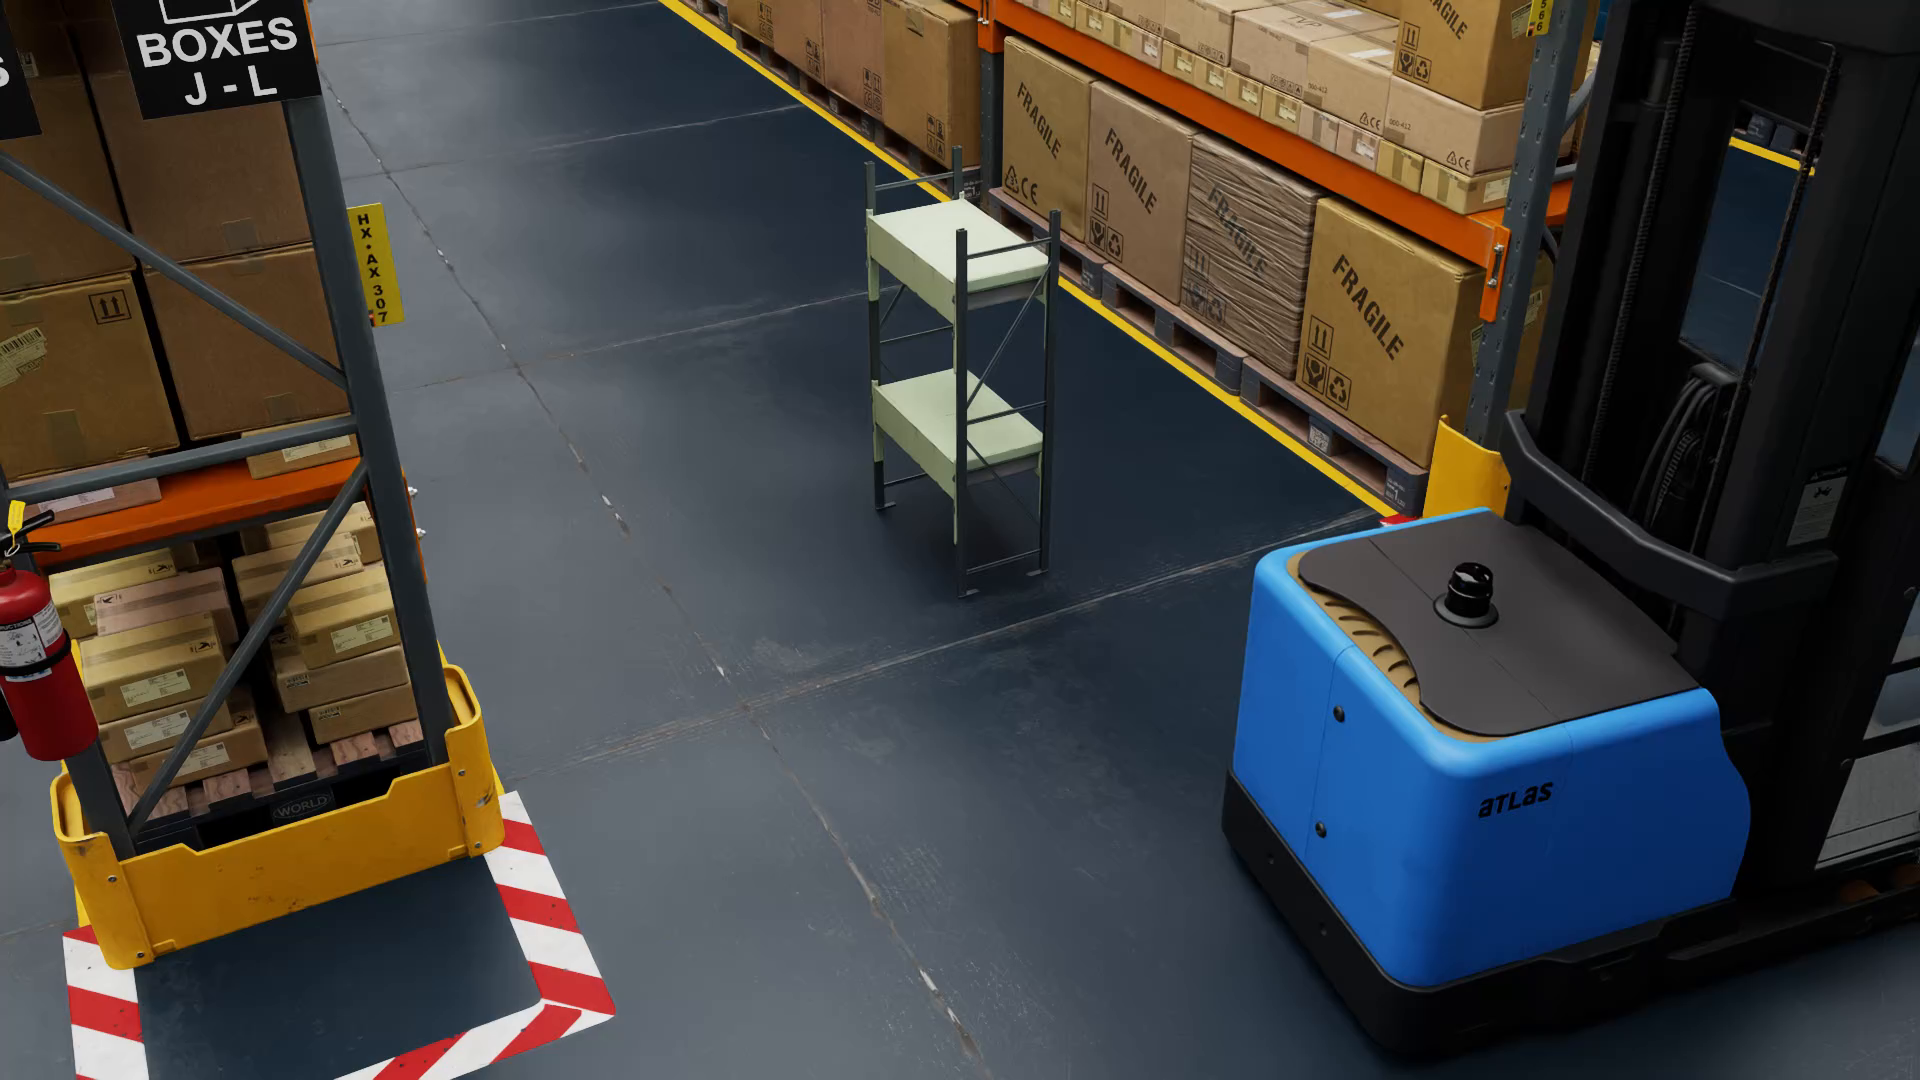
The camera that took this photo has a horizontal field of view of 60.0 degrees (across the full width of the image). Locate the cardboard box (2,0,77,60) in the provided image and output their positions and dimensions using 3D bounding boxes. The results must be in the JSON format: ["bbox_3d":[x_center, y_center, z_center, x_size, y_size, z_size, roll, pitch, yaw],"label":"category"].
[{"bbox_3d":[-2.651,-1.185,4.524,0.500,0.500,0.500,-17,36,-25],"label":"cardboard box"}]

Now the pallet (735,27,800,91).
[{"bbox_3d":[-0.976,-3.647,12.247,1.003,0.211,1.213,-16,36,-23],"label":"pallet"}]

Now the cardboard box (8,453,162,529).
[{"bbox_3d":[-2.384,-0.178,4.480,0.380,0.149,0.250,-16,36,-23],"label":"cardboard box"}]

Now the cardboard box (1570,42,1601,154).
[{"bbox_3d":[2.468,-1.758,6.576,0.500,0.250,0.500,-17,36,-24],"label":"cardboard box"}]

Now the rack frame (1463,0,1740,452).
[{"bbox_3d":[2.453,-1.399,6.153,1.000,3.000,0.127,-16,36,-23],"label":"rack frame"}]

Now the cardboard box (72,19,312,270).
[{"bbox_3d":[-1.956,-1.069,4.342,0.500,0.500,0.500,-16,36,-23],"label":"cardboard box"}]

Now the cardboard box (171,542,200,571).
[{"bbox_3d":[-2.817,0.019,5.641,0.380,0.149,0.250,-17,37,-25],"label":"cardboard box"}]

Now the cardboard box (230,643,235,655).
[{"bbox_3d":[-2.668,0.380,5.629,0.380,0.149,0.250,-16,36,-23],"label":"cardboard box"}]

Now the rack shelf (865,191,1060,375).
[{"bbox_3d":[-0.003,-0.963,6.140,0.431,0.370,0.720,-16,36,-23],"label":"rack shelf"}]

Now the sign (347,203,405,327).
[{"bbox_3d":[-1.502,-0.700,4.260,0.100,0.325,0.005,-16,36,-23],"label":"sign"}]

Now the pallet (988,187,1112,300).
[{"bbox_3d":[0.873,-1.751,9.287,1.003,0.211,1.213,-16,36,-23],"label":"pallet"}]

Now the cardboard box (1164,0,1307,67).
[{"bbox_3d":[1.272,-2.358,7.513,0.500,0.250,0.500,-16,36,-23],"label":"cardboard box"}]

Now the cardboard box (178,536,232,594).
[{"bbox_3d":[-2.759,0.117,5.764,0.380,0.149,0.250,-16,36,-24],"label":"cardboard box"}]

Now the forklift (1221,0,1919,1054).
[{"bbox_3d":[2.392,-0.321,4.534,3.031,2.935,1.130,-11,34,-17],"label":"forklift"}]

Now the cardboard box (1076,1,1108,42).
[{"bbox_3d":[0.802,-2.601,8.262,0.380,0.149,0.250,-17,36,-24],"label":"cardboard box"}]

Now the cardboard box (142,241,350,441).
[{"bbox_3d":[-1.947,-0.650,4.616,0.500,0.500,0.500,-14,35,-21],"label":"cardboard box"}]

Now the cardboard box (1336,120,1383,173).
[{"bbox_3d":[1.756,-1.624,6.738,0.380,0.149,0.250,-16,36,-23],"label":"cardboard box"}]

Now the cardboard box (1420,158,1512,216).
[{"bbox_3d":[1.996,-1.380,6.356,0.380,0.149,0.250,-15,36,-22],"label":"cardboard box"}]

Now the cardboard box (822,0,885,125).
[{"bbox_3d":[-0.145,-3.316,10.726,1.225,0.875,0.875,-17,36,-25],"label":"cardboard box"}]

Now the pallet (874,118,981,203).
[{"bbox_3d":[0.162,-2.483,10.430,1.003,0.211,1.213,-16,36,-23],"label":"pallet"}]

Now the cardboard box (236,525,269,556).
[{"bbox_3d":[-2.354,-0.113,5.848,0.380,0.149,0.250,-18,37,-25],"label":"cardboard box"}]

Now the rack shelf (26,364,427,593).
[{"bbox_3d":[-2.914,-0.851,5.964,1.077,0.370,4.000,-16,36,-23],"label":"rack shelf"}]

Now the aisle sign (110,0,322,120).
[{"bbox_3d":[-1.682,-1.335,3.643,0.394,0.787,0.004,-16,36,-23],"label":"aisle sign"}]

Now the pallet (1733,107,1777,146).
[{"bbox_3d":[5.347,-3.038,11.296,1.003,0.211,1.213,-16,36,-23],"label":"pallet"}]

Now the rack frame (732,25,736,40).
[{"bbox_3d":[-1.277,-5.217,12.112,1.000,3.000,0.127,-16,36,-23],"label":"rack frame"}]

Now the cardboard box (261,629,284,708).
[{"bbox_3d":[-2.137,0.389,5.615,0.380,0.149,0.250,-16,36,-23],"label":"cardboard box"}]

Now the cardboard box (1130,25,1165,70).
[{"bbox_3d":[1.037,-2.359,7.884,0.380,0.149,0.250,-15,36,-23],"label":"cardboard box"}]

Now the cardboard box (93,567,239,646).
[{"bbox_3d":[-2.519,0.250,5.280,0.380,0.149,0.250,-15,36,-22],"label":"cardboard box"}]

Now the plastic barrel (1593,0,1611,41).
[{"bbox_3d":[4.731,-4.111,11.941,0.600,0.901,0.708,-16,36,-23],"label":"plastic barrel"}]

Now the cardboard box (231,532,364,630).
[{"bbox_3d":[-2.161,0.137,5.458,0.380,0.149,0.250,-15,36,-22],"label":"cardboard box"}]

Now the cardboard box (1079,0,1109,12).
[{"bbox_3d":[0.803,-2.841,8.267,0.500,0.250,0.500,-16,36,-23],"label":"cardboard box"}]

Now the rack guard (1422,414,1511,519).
[{"bbox_3d":[2.464,-0.335,6.809,1.175,0.500,0.348,-16,36,-23],"label":"rack guard"}]

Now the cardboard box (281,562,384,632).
[{"bbox_3d":[-2.077,0.239,5.573,0.380,0.149,0.250,-16,36,-23],"label":"cardboard box"}]

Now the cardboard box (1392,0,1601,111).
[{"bbox_3d":[1.993,-1.943,6.170,0.500,0.500,0.500,-15,36,-23],"label":"cardboard box"}]

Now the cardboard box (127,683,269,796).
[{"bbox_3d":[-2.412,0.625,5.247,0.380,0.149,0.250,-15,36,-22],"label":"cardboard box"}]

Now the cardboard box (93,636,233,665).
[{"bbox_3d":[-2.555,0.381,5.353,0.380,0.149,0.250,-17,36,-24],"label":"cardboard box"}]

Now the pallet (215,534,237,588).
[{"bbox_3d":[-2.930,-0.040,6.616,1.003,0.211,1.213,-16,36,-23],"label":"pallet"}]

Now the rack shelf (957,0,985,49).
[{"bbox_3d":[-0.344,-3.959,10.816,1.077,0.370,4.000,-16,36,-23],"label":"rack shelf"}]

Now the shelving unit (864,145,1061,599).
[{"bbox_3d":[-0.003,-0.635,6.350,0.431,1.500,0.755,-16,36,-23],"label":"shelving unit"}]

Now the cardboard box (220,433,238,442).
[{"bbox_3d":[-1.998,-0.442,4.892,0.380,0.149,0.250,-15,35,-21],"label":"cardboard box"}]

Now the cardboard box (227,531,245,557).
[{"bbox_3d":[-2.501,-0.108,6.115,0.380,0.149,0.250,-18,37,-25],"label":"cardboard box"}]

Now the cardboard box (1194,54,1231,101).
[{"bbox_3d":[1.283,-2.110,7.495,0.380,0.149,0.250,-15,36,-22],"label":"cardboard box"}]

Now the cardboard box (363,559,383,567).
[{"bbox_3d":[-2.282,0.123,6.031,0.380,0.149,0.250,-15,36,-23],"label":"cardboard box"}]

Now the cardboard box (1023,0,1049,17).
[{"bbox_3d":[0.554,-2.852,8.653,0.380,0.149,0.250,-17,36,-25],"label":"cardboard box"}]

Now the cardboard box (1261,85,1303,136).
[{"bbox_3d":[1.518,-1.867,7.117,0.380,0.149,0.250,-17,36,-24],"label":"cardboard box"}]

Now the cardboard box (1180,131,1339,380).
[{"bbox_3d":[1.660,-1.400,7.736,0.875,0.875,0.875,-16,36,-23],"label":"cardboard box"}]

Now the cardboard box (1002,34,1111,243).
[{"bbox_3d":[0.825,-2.255,9.069,0.875,0.875,0.875,-16,36,-23],"label":"cardboard box"}]

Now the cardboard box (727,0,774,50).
[{"bbox_3d":[-0.974,-4.164,12.049,1.225,0.875,0.875,-18,37,-25],"label":"cardboard box"}]

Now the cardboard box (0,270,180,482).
[{"bbox_3d":[-2.419,-0.516,4.407,0.500,0.500,0.500,-15,36,-22],"label":"cardboard box"}]

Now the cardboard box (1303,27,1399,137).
[{"bbox_3d":[1.756,-1.868,6.748,0.500,0.250,0.500,-17,36,-24],"label":"cardboard box"}]

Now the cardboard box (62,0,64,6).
[{"bbox_3d":[-3.597,-2.176,6.071,0.500,0.500,0.500,-17,36,-25],"label":"cardboard box"}]

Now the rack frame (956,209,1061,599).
[{"bbox_3d":[0.168,-0.460,6.078,0.400,1.500,0.023,-16,36,-23],"label":"rack frame"}]

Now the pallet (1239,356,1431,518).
[{"bbox_3d":[2.011,-0.586,7.470,1.003,0.211,1.213,-16,36,-23],"label":"pallet"}]
